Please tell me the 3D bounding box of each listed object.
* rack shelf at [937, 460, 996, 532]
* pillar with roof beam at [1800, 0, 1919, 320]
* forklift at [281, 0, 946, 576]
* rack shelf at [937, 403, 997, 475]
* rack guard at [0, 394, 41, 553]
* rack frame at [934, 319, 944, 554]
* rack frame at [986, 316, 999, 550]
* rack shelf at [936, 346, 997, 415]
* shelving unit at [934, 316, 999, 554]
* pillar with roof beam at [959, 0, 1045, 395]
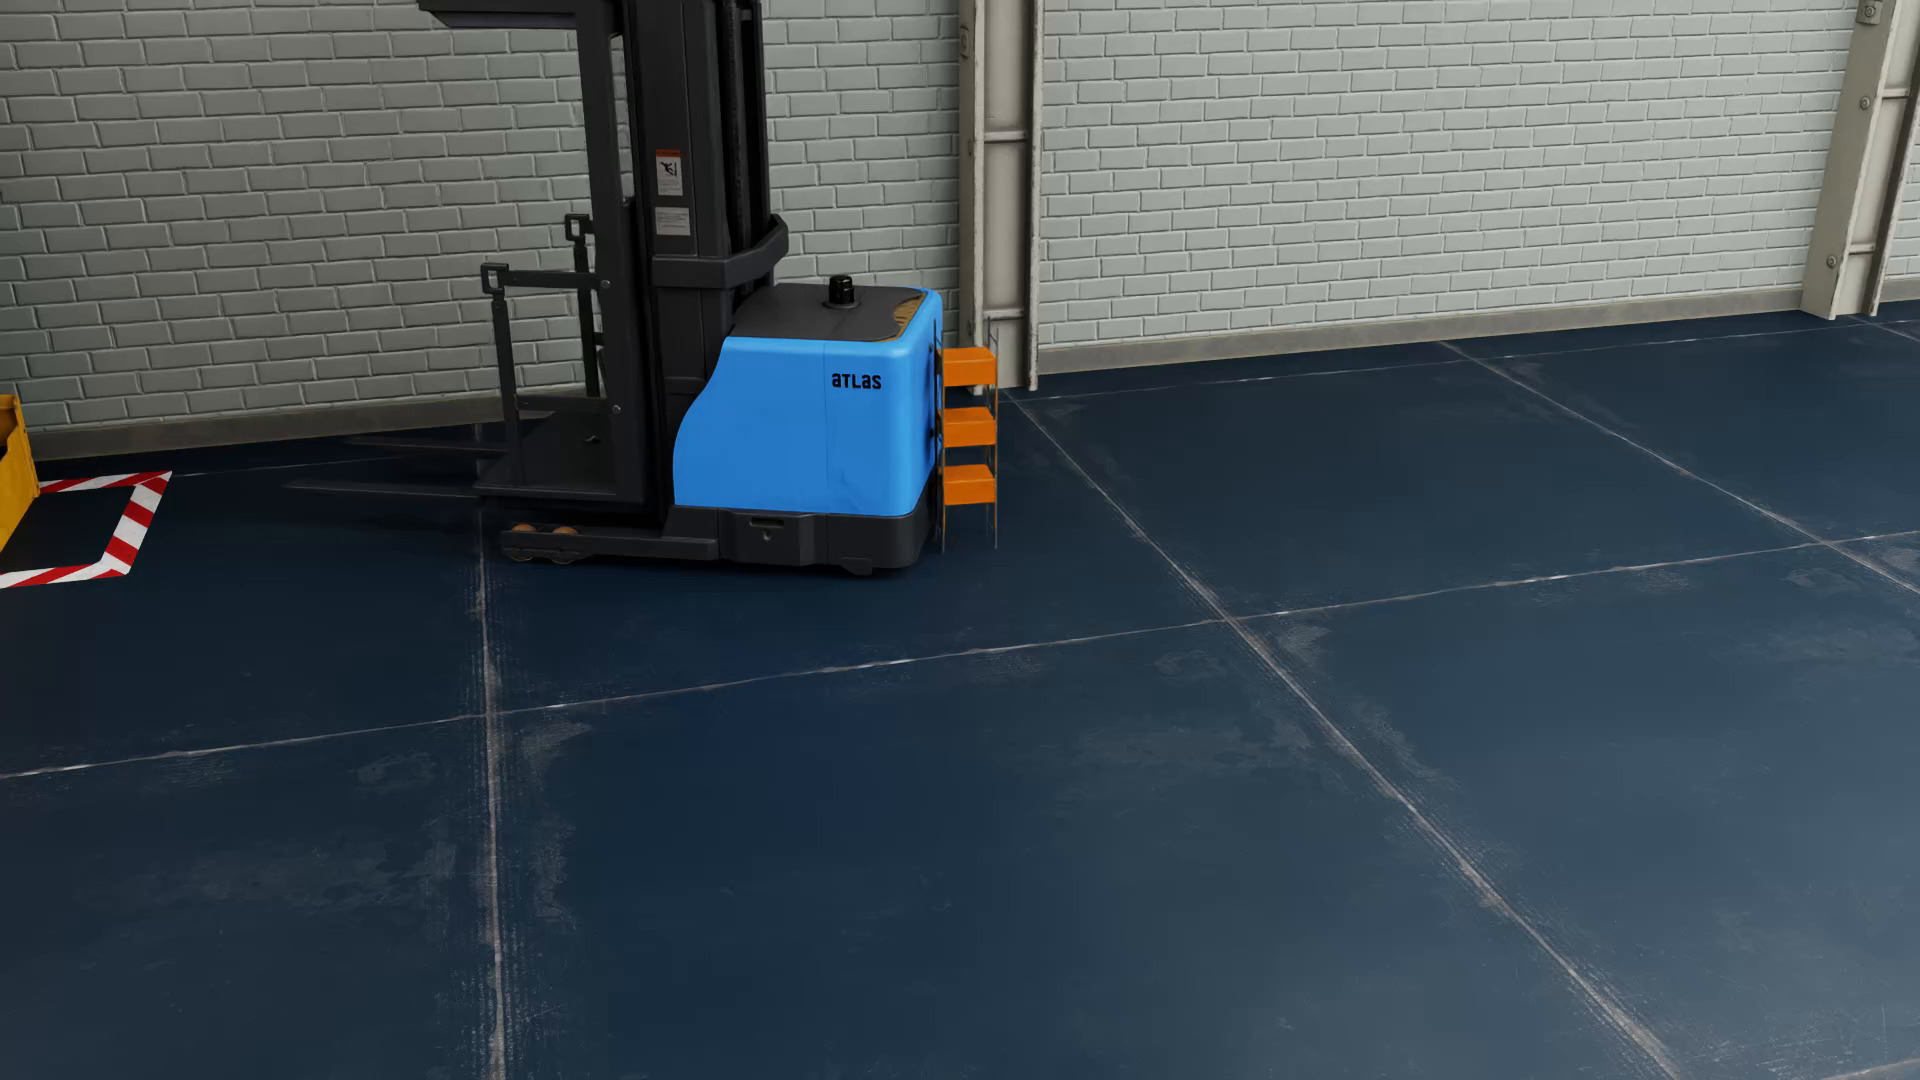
[{"bbox_3d":[0.026,-0.202,7.622,0.240,0.259,0.215,-4,24,-10],"label":"rack shelf"},{"bbox_3d":[7.166,-4.064,5.809,0.400,9.000,9.100,-6,24,-14],"label":"pillar with roof beam"},{"bbox_3d":[-1.631,-1.439,7.387,3.031,2.935,1.130,3,23,7],"label":"forklift"},{"bbox_3d":[0.026,-0.458,7.512,0.240,0.259,0.215,-4,24,-10],"label":"rack shelf"},{"bbox_3d":[-4.614,-0.249,7.696,0.348,0.500,1.175,-6,24,-14],"label":"rack guard"},{"bbox_3d":[-0.094,-0.458,7.487,0.008,1.050,0.200,-4,24,-10],"label":"rack frame"},{"bbox_3d":[0.145,-0.476,7.529,0.008,1.050,0.200,-4,24,-10],"label":"rack frame"},{"bbox_3d":[0.026,-0.718,7.400,0.240,0.259,0.215,-4,24,-10],"label":"rack shelf"},{"bbox_3d":[0.026,-0.467,7.508,0.252,1.050,0.215,-4,24,-10],"label":"shelving unit"},{"bbox_3d":[1.389,-3.425,4.319,0.400,9.000,9.100,-6,24,-14],"label":"pillar with roof beam"}]
